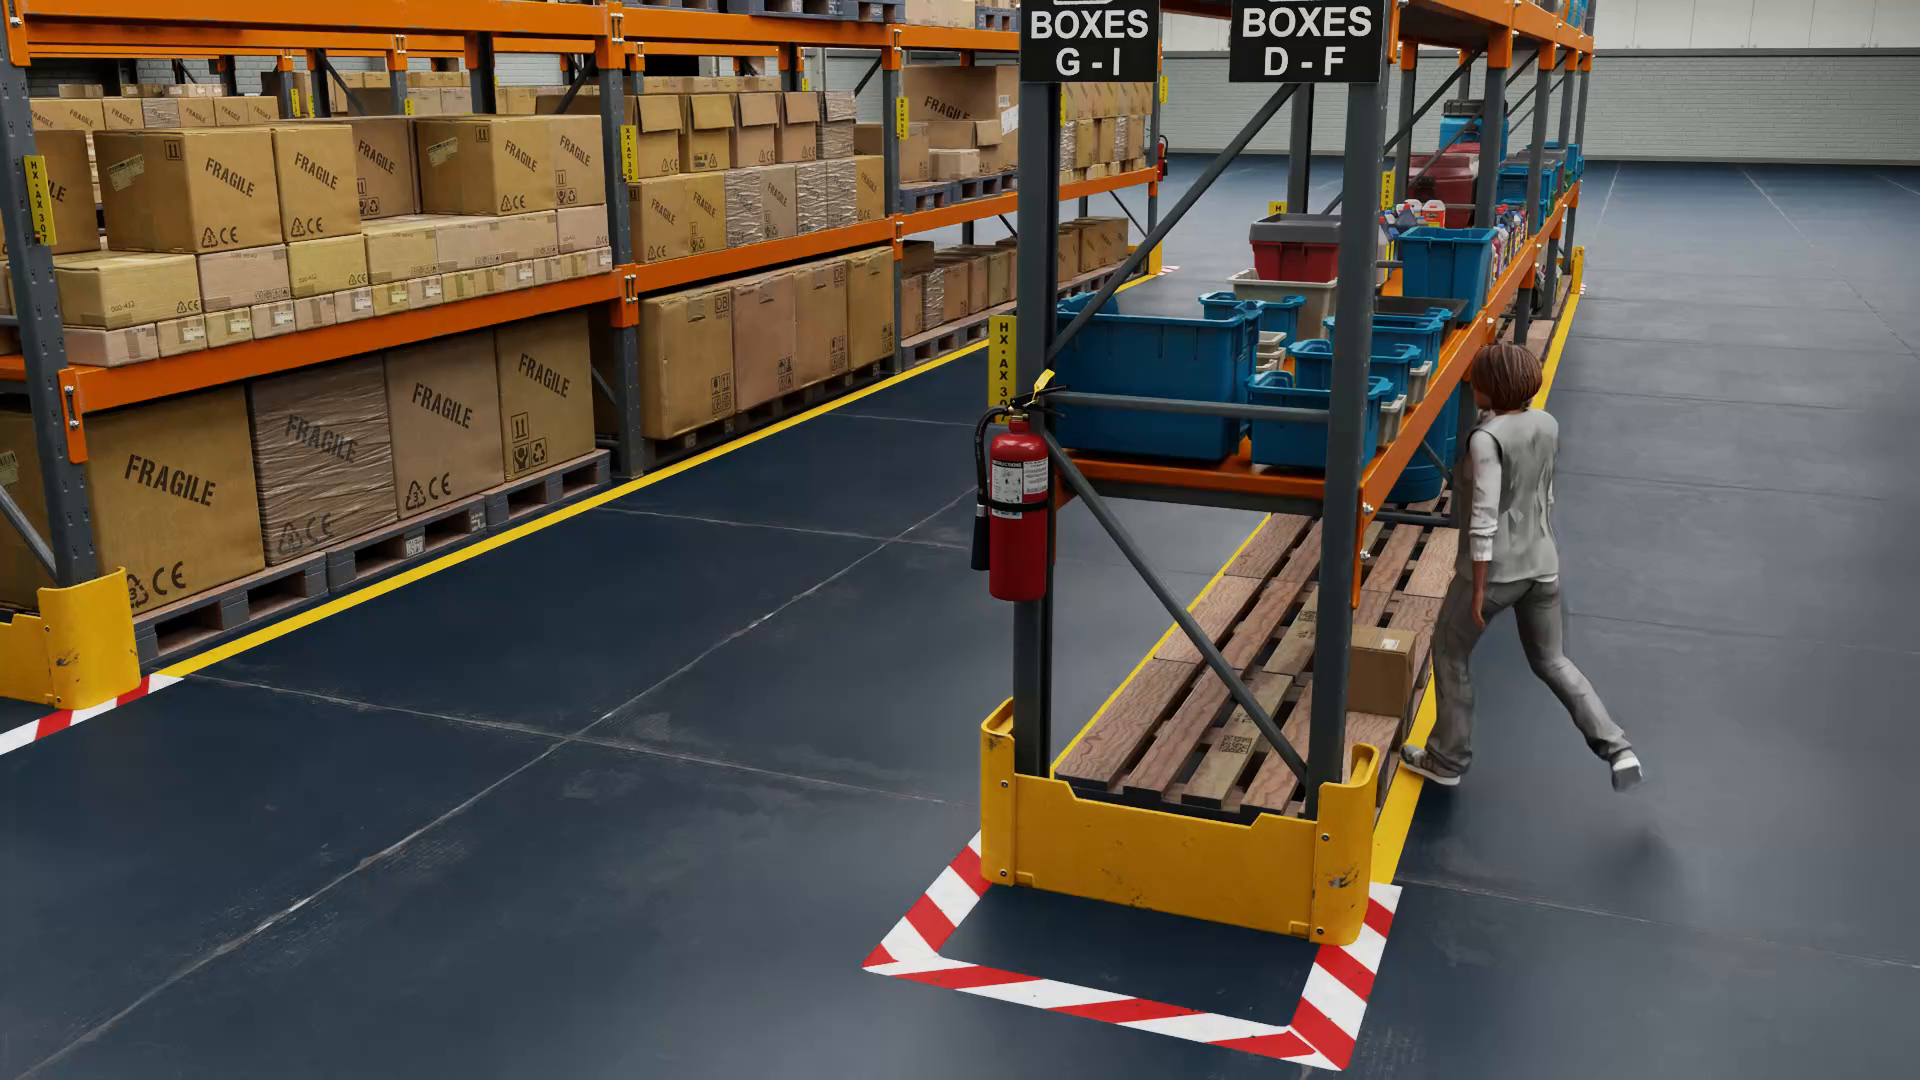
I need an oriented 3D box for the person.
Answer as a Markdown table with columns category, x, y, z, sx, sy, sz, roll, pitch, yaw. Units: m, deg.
| category | x | y | z | sx | sy | sz | roll | pitch | yaw |
| --- | --- | --- | --- | --- | --- | --- | --- | --- | --- |
| person | 1.921 | 0.125 | 5.575 | 0.526 | 1.563 | 0.802 | -8 | 18 | -27 |
